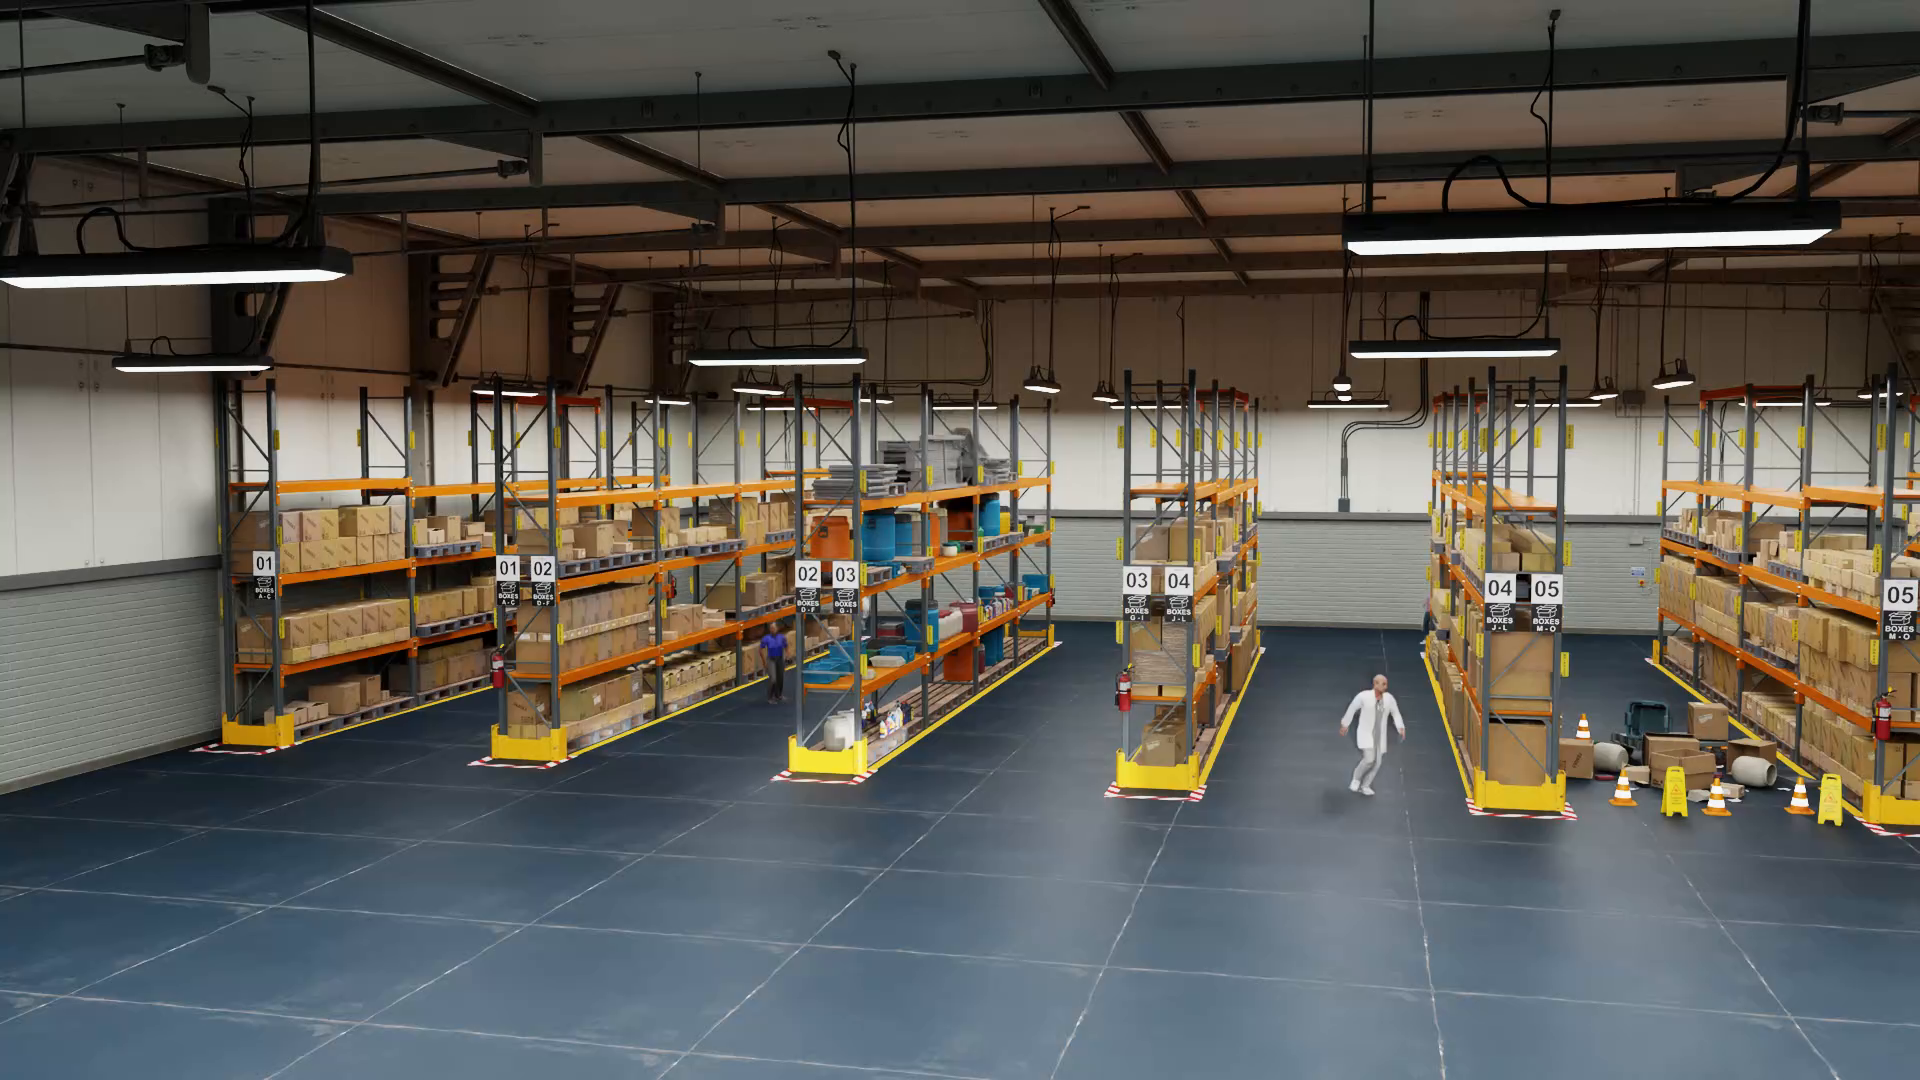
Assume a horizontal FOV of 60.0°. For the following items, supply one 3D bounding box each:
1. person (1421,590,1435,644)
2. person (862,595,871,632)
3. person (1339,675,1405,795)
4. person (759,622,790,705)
[{"bbox_3d":[11.686,1.792,40.914,0.626,1.558,0.579,-2,4,-24],"label":"person"},{"bbox_3d":[-2.592,1.505,43.444,0.645,1.800,0.798,-2,4,-24],"label":"person"},{"bbox_3d":[5.803,2.765,23.233,0.710,1.653,0.812,-1,4,-14],"label":"person"},{"bbox_3d":[-3.477,2.337,31.617,0.628,1.600,0.770,-2,4,-35],"label":"person"}]
